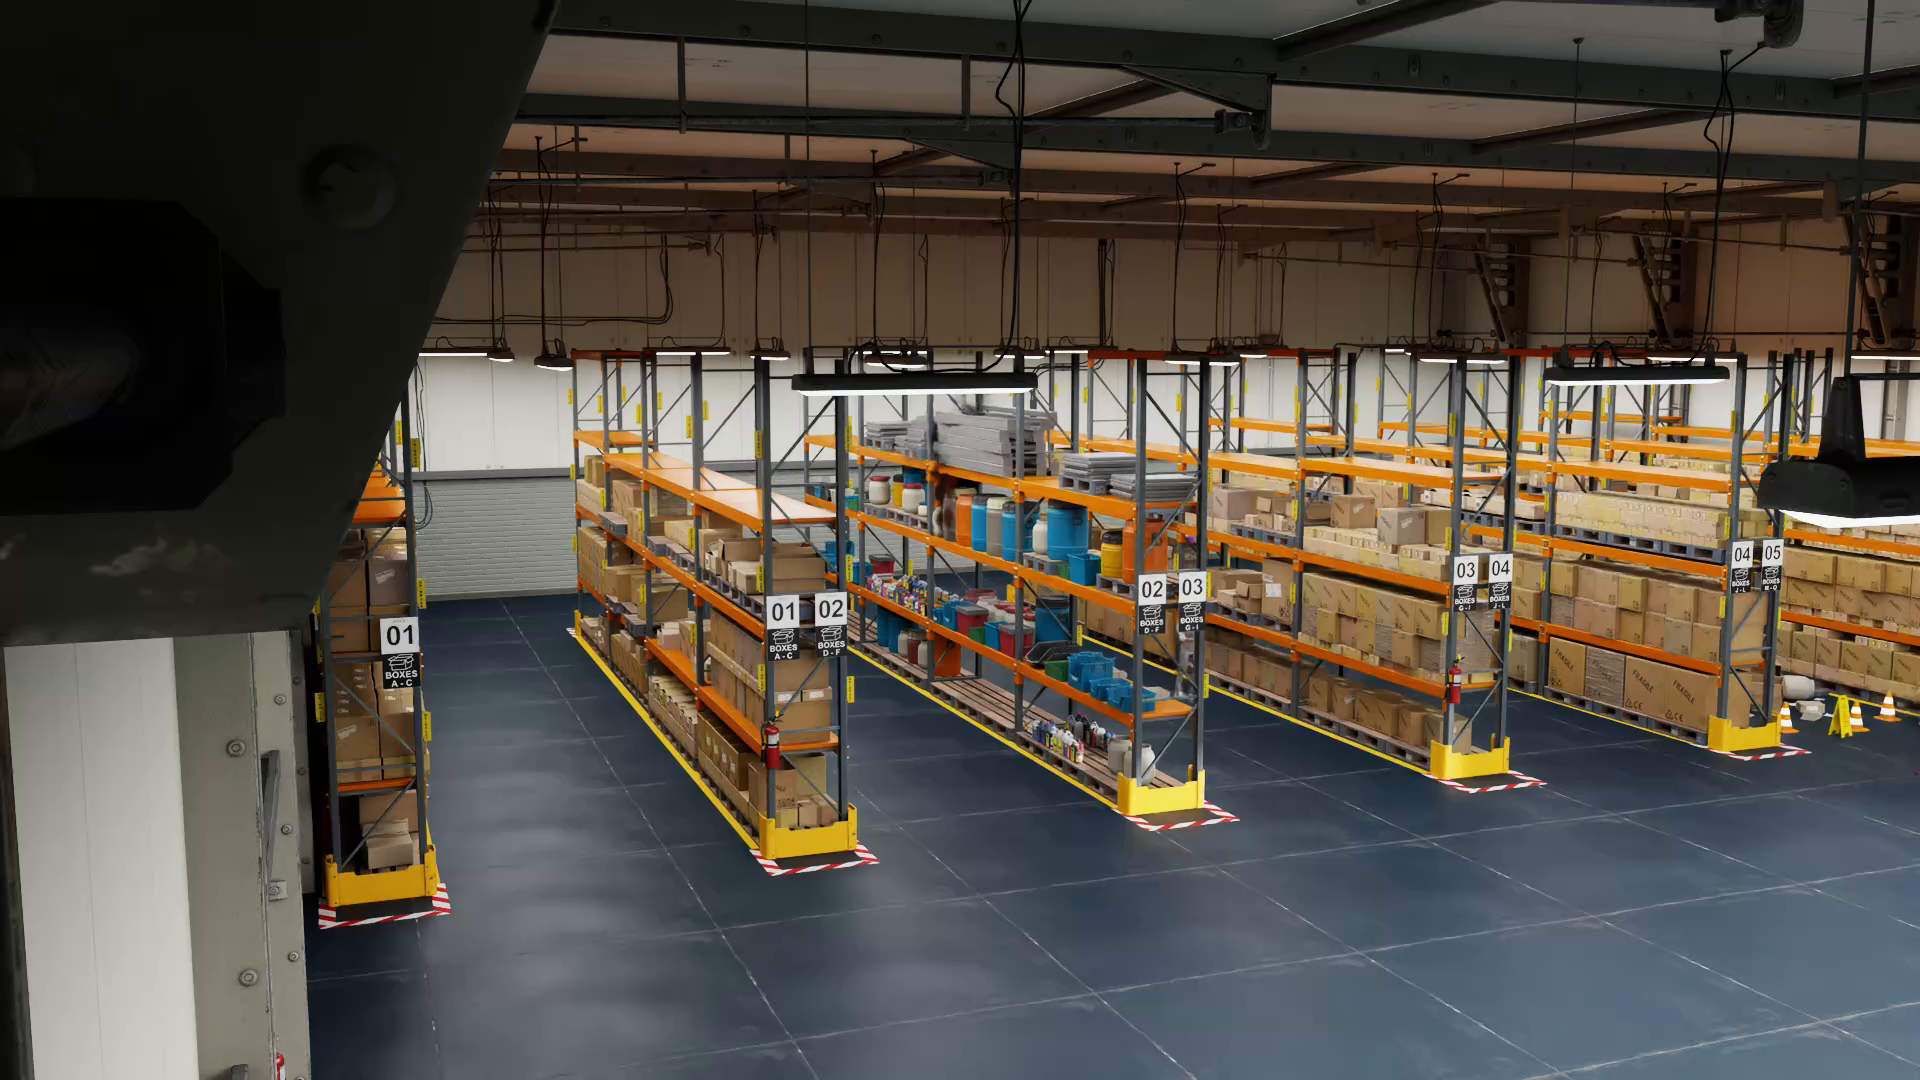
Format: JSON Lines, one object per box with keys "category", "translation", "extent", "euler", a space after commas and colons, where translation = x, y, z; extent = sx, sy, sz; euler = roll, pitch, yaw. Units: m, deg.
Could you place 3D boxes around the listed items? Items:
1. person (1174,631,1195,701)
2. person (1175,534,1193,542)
{"category": "person", "translation": [3.789, 1.886, 27.283], "extent": [0.490, 1.673, 0.699], "euler": [-4, 8, -30]}
{"category": "person", "translation": [5.577, 0.369, 41.443], "extent": [0.651, 1.749, 0.830], "euler": [-4, 8, -29]}
